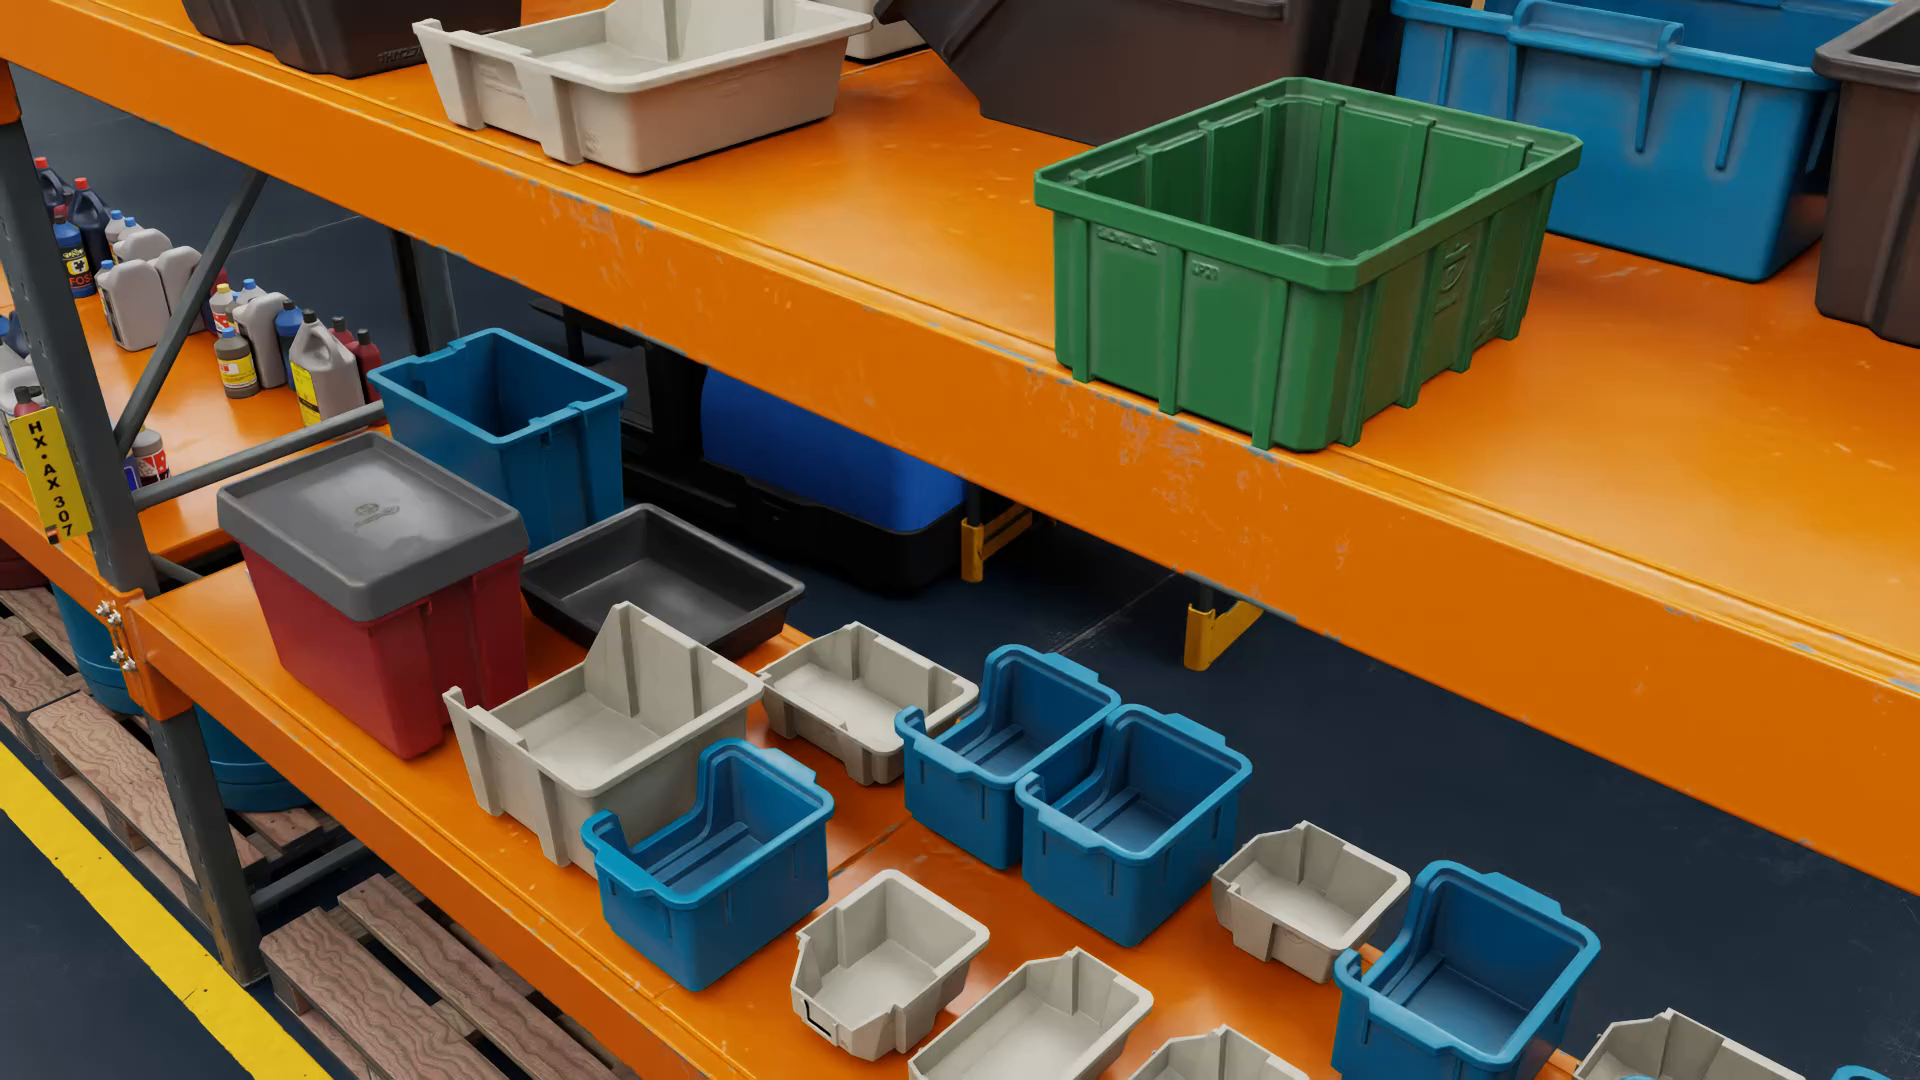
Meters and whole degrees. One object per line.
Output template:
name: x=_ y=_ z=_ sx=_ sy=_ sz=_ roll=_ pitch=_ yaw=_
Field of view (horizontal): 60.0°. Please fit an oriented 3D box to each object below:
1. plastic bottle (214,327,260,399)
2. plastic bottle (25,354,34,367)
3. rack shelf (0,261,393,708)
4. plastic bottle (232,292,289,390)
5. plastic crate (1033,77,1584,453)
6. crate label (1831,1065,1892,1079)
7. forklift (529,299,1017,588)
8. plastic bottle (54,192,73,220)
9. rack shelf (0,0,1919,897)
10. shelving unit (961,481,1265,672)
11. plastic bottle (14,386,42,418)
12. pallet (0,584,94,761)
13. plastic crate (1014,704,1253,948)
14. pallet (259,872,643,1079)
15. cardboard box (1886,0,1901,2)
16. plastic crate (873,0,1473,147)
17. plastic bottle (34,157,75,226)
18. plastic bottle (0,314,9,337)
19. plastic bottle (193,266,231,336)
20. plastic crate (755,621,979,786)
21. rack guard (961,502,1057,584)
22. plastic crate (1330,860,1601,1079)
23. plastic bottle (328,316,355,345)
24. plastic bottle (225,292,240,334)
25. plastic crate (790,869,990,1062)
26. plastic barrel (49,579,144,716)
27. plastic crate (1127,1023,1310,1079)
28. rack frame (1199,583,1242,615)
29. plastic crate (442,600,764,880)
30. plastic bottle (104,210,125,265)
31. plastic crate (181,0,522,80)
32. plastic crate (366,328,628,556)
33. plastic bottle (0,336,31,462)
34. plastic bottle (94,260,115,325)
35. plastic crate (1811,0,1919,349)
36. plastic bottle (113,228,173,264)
plastic bottle: x=-2.140 y=-0.529 z=4.912 sx=0.097 sy=0.201 sz=0.097 roll=0 pitch=31 yaw=0
plastic bottle: x=-2.516 y=-0.462 z=4.657 sx=0.185 sy=0.351 sz=0.144 roll=25 pitch=39 yaw=35
rack shelf: x=-3.194 y=-0.619 z=5.568 sx=4.000 sy=0.370 sz=1.077 roll=25 pitch=39 yaw=35
plastic bottle: x=-2.070 y=-0.615 z=4.983 sx=0.135 sy=0.276 sz=0.152 roll=25 pitch=39 yaw=35
plastic crate: x=0.331 y=-0.277 z=1.600 sx=0.336 sy=0.188 sz=0.450 roll=25 pitch=39 yaw=35
crate label: x=1.292 y=0.984 z=2.312 sx=0.303 sy=0.233 sz=0.416 roll=25 pitch=39 yaw=35
forklift: x=-1.094 y=-1.670 z=6.682 sx=3.031 sy=2.935 sz=1.130 roll=21 pitch=37 yaw=30
plastic bottle: x=-3.049 y=-1.064 z=5.722 sx=0.133 sy=0.283 sz=0.061 roll=25 pitch=39 yaw=35
rack shelf: x=-0.229 y=-0.520 z=2.495 sx=4.000 sy=0.370 sz=1.077 roll=25 pitch=39 yaw=35
shelving unit: x=0.603 y=-0.451 z=6.045 sx=1.083 sy=1.500 sz=0.587 roll=21 pitch=37 yaw=30
plastic bottle: x=-2.423 y=-0.261 z=4.388 sx=0.133 sy=0.283 sz=0.061 roll=25 pitch=39 yaw=35
pallet: x=-3.164 y=0.254 z=6.123 sx=1.213 sy=0.211 sz=1.003 roll=25 pitch=39 yaw=35
plastic crate: x=0.316 y=0.528 z=3.069 sx=0.300 sy=0.233 sz=0.416 roll=25 pitch=39 yaw=35
pallet: x=-1.140 y=1.199 z=4.554 sx=1.213 sy=0.211 sz=1.003 roll=25 pitch=39 yaw=35
cardboard box: x=3.304 y=-1.616 z=5.460 sx=0.500 sy=0.500 sz=0.500 roll=26 pitch=40 yaw=36
plastic crate: x=0.306 y=-0.743 z=2.228 sx=0.767 sy=0.338 sz=0.504 roll=25 pitch=39 yaw=35
plastic bottle: x=-3.154 y=-1.155 z=5.808 sx=0.185 sy=0.351 sz=0.144 roll=25 pitch=39 yaw=35
plastic bottle: x=-2.796 y=-0.548 z=4.877 sx=0.097 sy=0.271 sz=0.097 roll=0 pitch=31 yaw=0
plastic bottle: x=-2.356 y=-0.783 z=5.255 sx=0.133 sy=0.283 sz=0.061 roll=25 pitch=39 yaw=35
plastic crate: x=-0.219 y=0.340 z=3.475 sx=0.466 sy=0.136 sz=0.293 roll=25 pitch=39 yaw=35
rack guard: x=0.202 y=-0.068 z=6.620 sx=0.087 sy=0.250 sz=0.587 roll=21 pitch=37 yaw=30
plastic crate: x=0.804 y=0.756 z=2.690 sx=0.300 sy=0.233 sz=0.416 roll=25 pitch=39 yaw=35
plastic bottle: x=-1.796 y=-0.522 z=4.821 sx=0.133 sy=0.283 sz=0.061 roll=25 pitch=39 yaw=35
plastic bottle: x=-2.210 y=-0.667 z=5.142 sx=0.097 sy=0.201 sz=0.097 roll=0 pitch=31 yaw=0
plastic crate: x=-0.132 y=0.735 z=2.818 sx=0.250 sy=0.136 sz=0.298 roll=25 pitch=39 yaw=35
plastic barrel: x=-2.629 y=0.044 z=5.396 sx=0.708 sy=0.901 sz=0.600 roll=25 pitch=39 yaw=35
plastic crate: x=0.323 y=0.917 z=2.515 sx=0.243 sy=0.136 sz=0.396 roll=25 pitch=39 yaw=35
rack frame: x=1.005 y=-0.299 z=5.792 sx=0.032 sy=1.500 sz=0.500 roll=21 pitch=37 yaw=30
plastic crate: x=-0.703 y=0.389 z=3.253 sx=0.530 sy=0.282 sz=0.437 roll=25 pitch=39 yaw=35
plastic bottle: x=-2.797 y=-0.971 z=5.580 sx=0.097 sy=0.271 sz=0.097 roll=0 pitch=31 yaw=0
plastic crate: x=-0.975 y=-0.930 z=2.604 sx=0.590 sy=0.269 sz=0.497 roll=25 pitch=39 yaw=35
plastic crate: x=-1.137 y=-0.223 z=4.170 sx=0.575 sy=0.384 sz=0.392 roll=25 pitch=39 yaw=35
plastic bottle: x=-2.613 y=-0.407 z=4.566 sx=0.185 sy=0.351 sz=0.144 roll=25 pitch=39 yaw=35
plastic bottle: x=-2.728 y=-0.803 z=5.368 sx=0.097 sy=0.201 sz=0.097 roll=0 pitch=31 yaw=0
plastic crate: x=1.156 y=-0.320 z=1.592 sx=0.590 sy=0.269 sz=0.497 roll=25 pitch=39 yaw=35
plastic bottle: x=-2.658 y=-0.889 z=5.438 sx=0.135 sy=0.276 sz=0.152 roll=25 pitch=39 yaw=35
